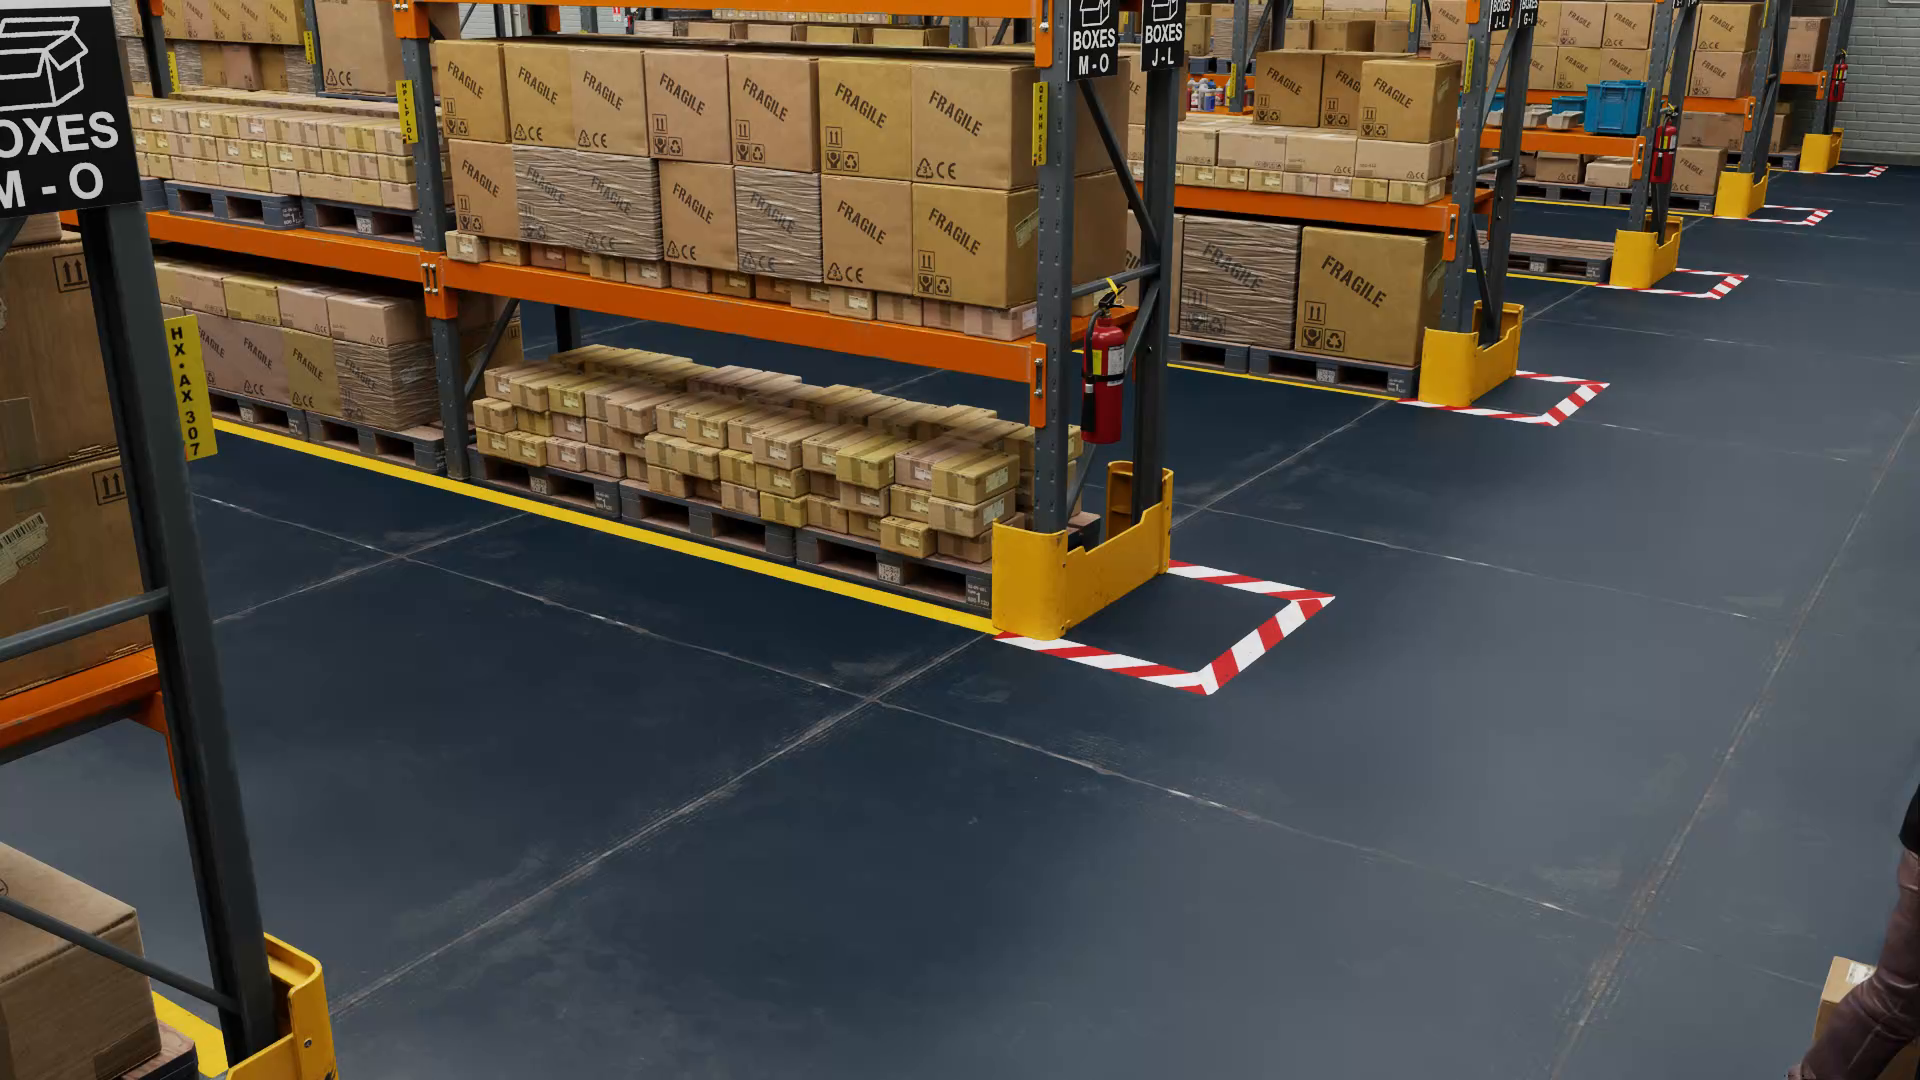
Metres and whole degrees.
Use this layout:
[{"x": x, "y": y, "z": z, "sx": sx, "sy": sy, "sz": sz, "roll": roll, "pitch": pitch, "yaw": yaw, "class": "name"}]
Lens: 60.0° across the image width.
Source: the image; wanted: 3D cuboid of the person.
[{"x": 2.440, "y": 0.801, "z": 3.912, "sx": 0.572, "sy": 1.776, "sz": 0.691, "roll": -18, "pitch": 27, "yaw": -41, "class": "person"}]
